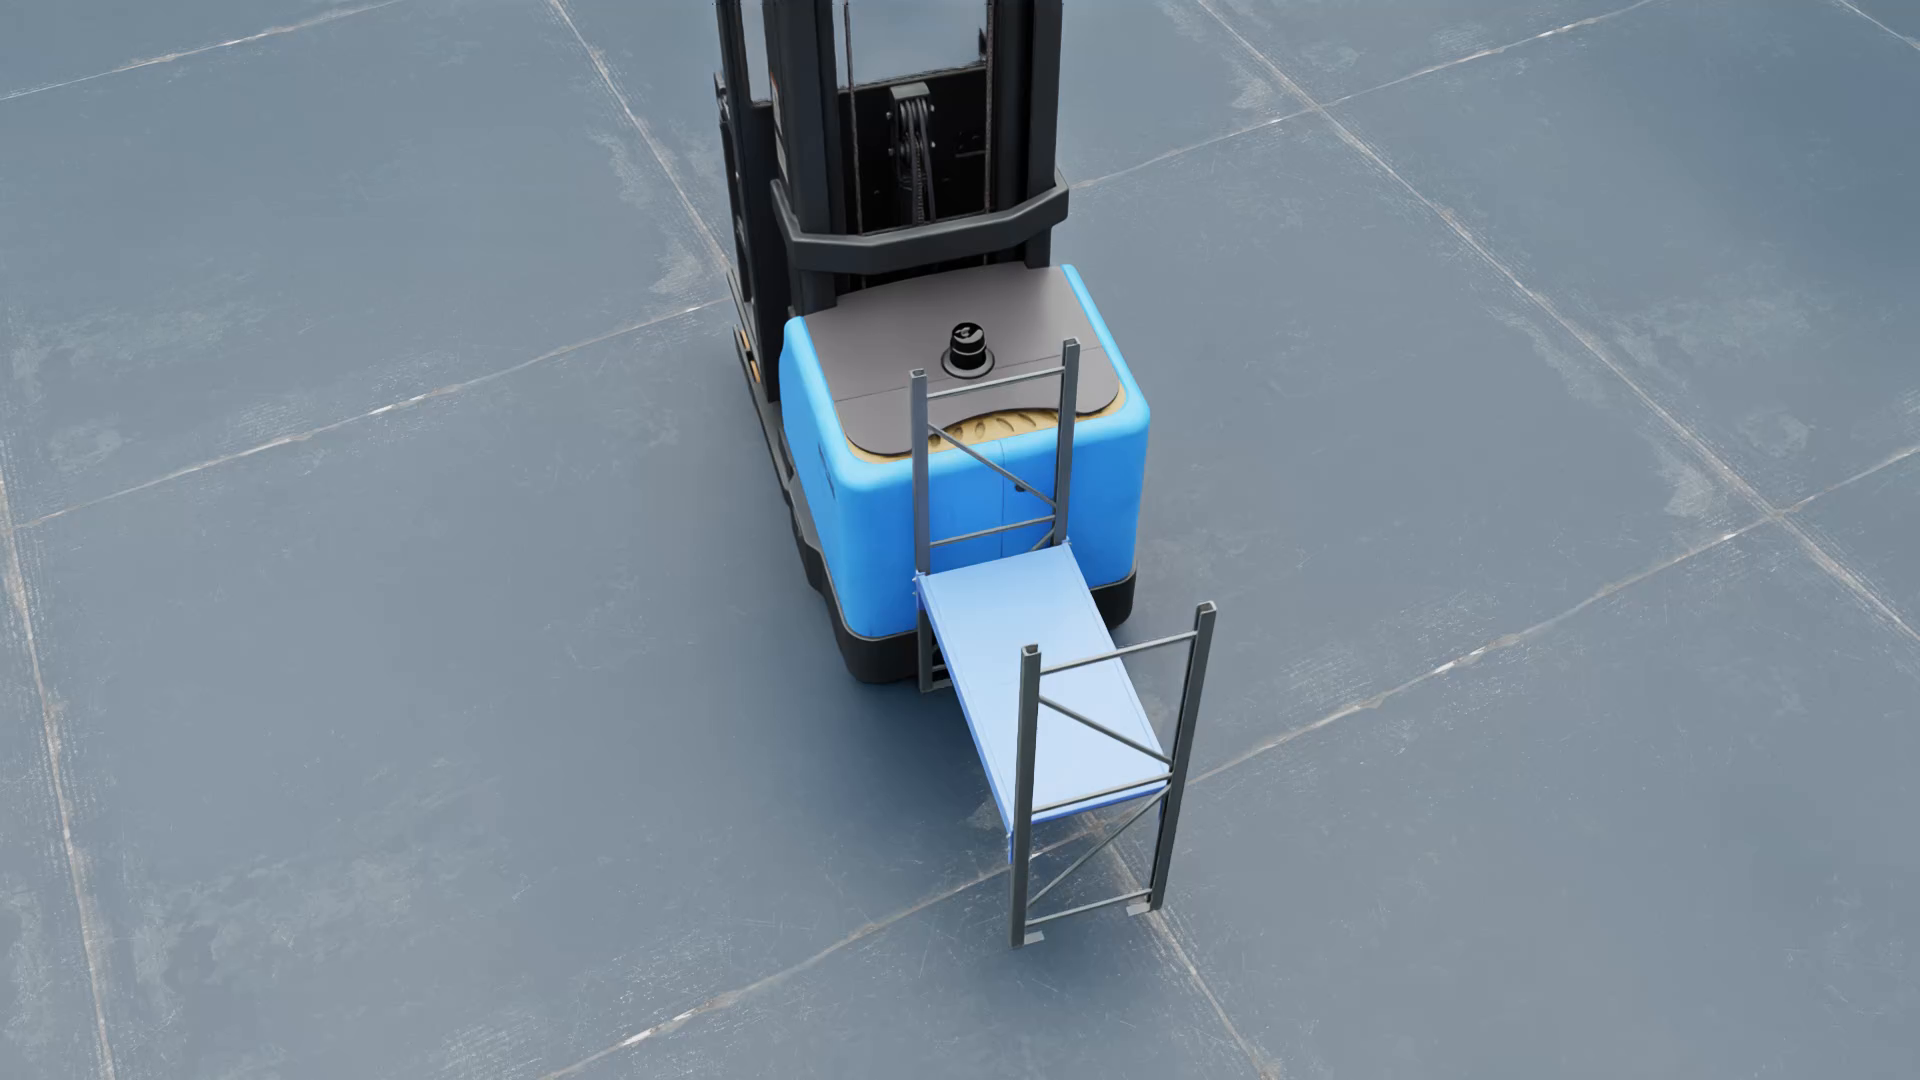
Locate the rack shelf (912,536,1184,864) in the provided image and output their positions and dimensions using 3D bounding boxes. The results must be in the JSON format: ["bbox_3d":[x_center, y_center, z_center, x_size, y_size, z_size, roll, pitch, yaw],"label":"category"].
[{"bbox_3d":[0.246,0.461,5.090,0.538,0.185,1.000,-13,50,-11],"label":"rack shelf"}]

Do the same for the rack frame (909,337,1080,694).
[{"bbox_3d":[0.100,-0.024,5.275,0.500,1.500,0.032,-13,50,-11],"label":"rack frame"}]

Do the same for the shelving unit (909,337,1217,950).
[{"bbox_3d":[0.246,0.342,4.954,0.538,1.500,1.048,-13,50,-11],"label":"shelving unit"}]

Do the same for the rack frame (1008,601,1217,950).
[{"bbox_3d":[0.392,0.709,4.634,0.500,1.500,0.032,-13,50,-11],"label":"rack frame"}]

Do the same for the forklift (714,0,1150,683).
[{"bbox_3d":[-0.295,-1.610,5.711,1.130,2.935,3.031,-13,50,-11],"label":"forklift"}]
